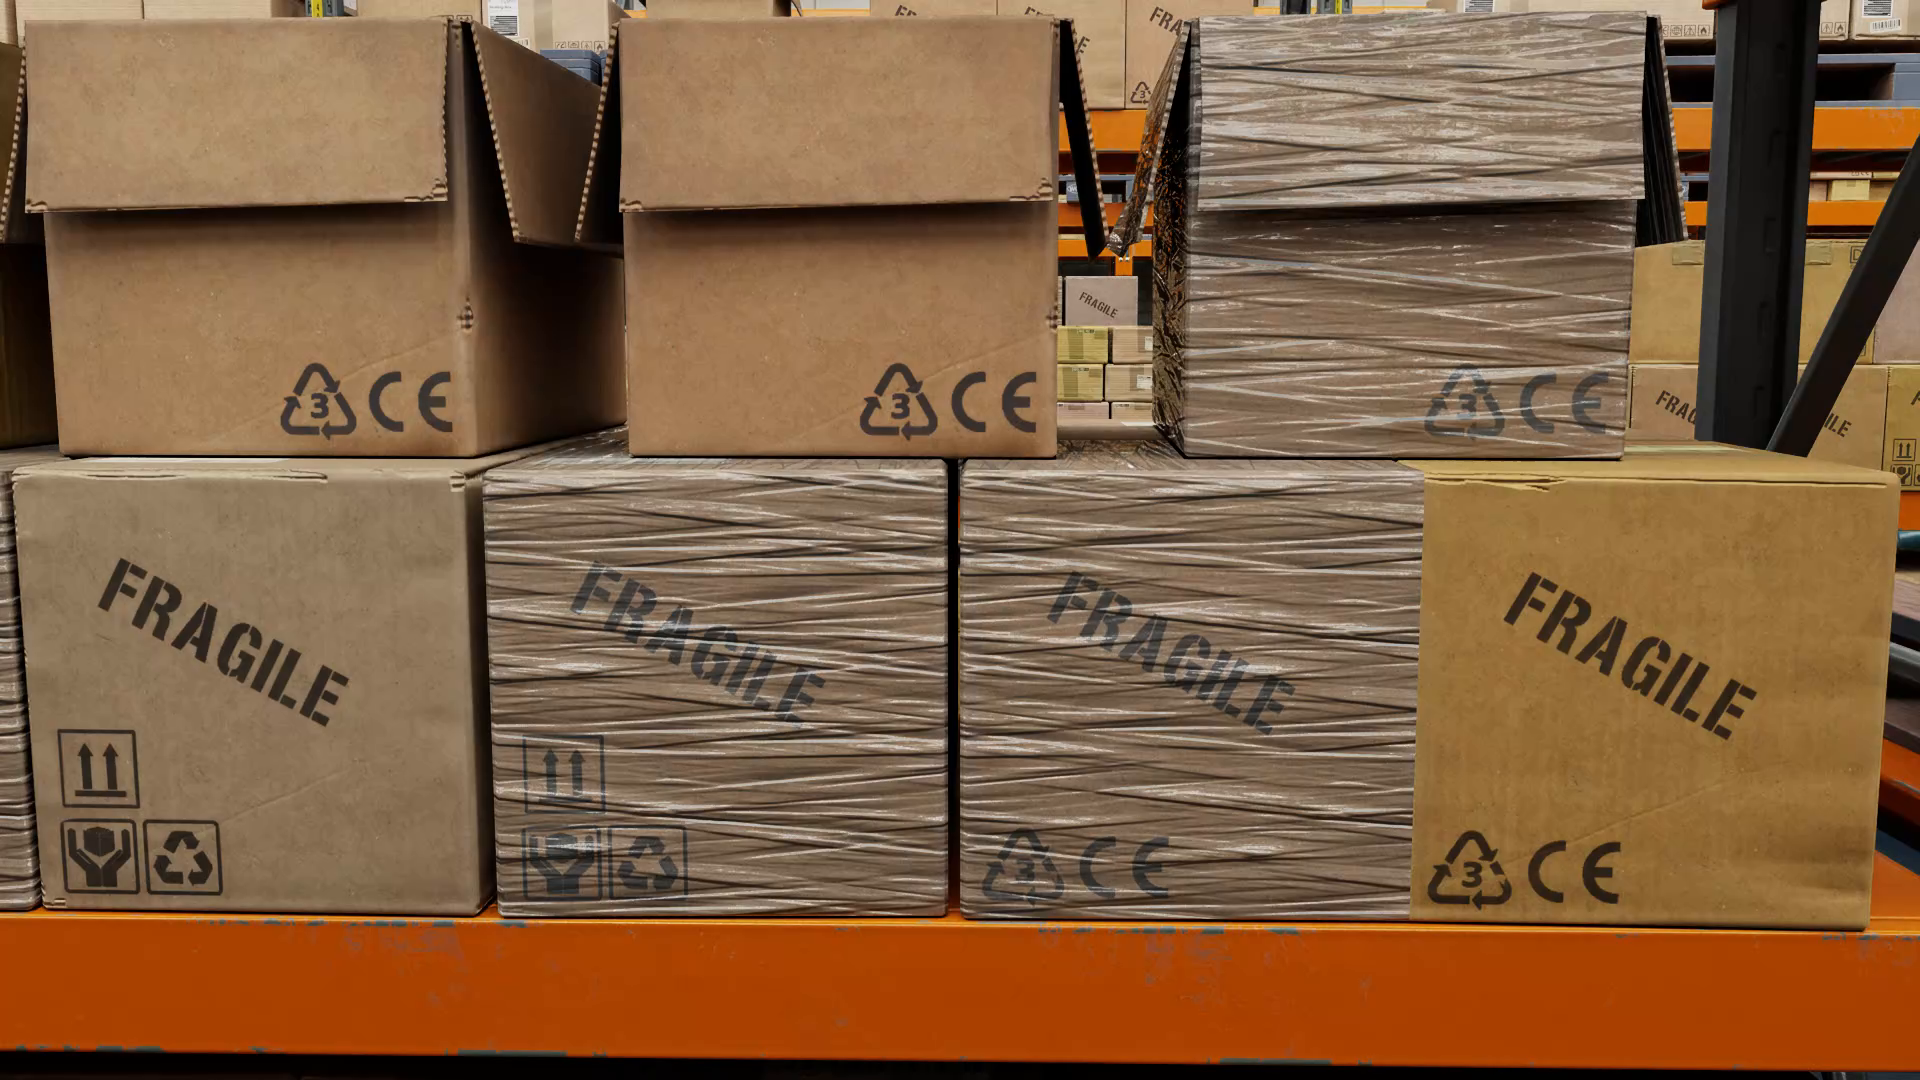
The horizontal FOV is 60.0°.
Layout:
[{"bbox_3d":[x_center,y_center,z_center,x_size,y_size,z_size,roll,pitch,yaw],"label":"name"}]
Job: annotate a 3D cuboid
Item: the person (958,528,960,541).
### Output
[{"bbox_3d":[-0.061,-0.136,9.742,0.455,1.657,0.498,-2,7,-12],"label":"person"}]
